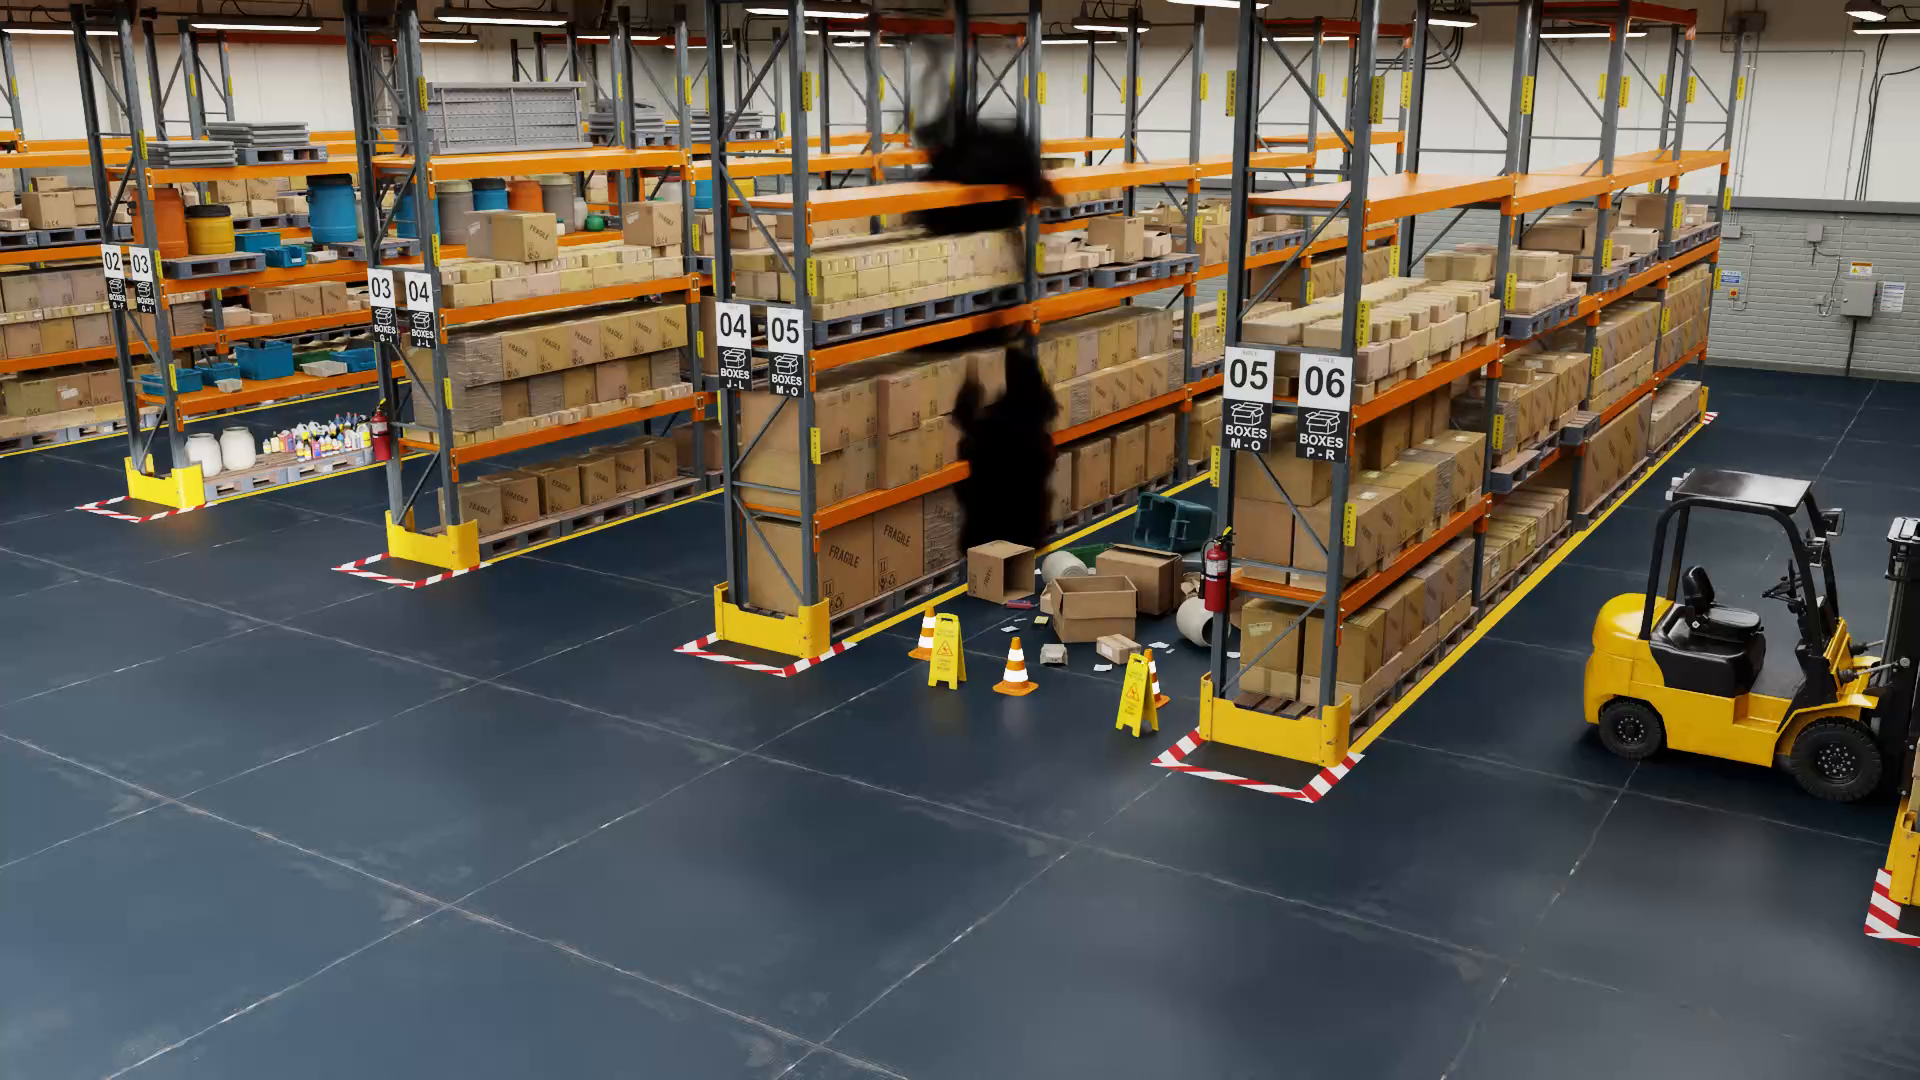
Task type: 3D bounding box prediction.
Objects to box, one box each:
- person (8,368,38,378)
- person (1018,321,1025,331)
[{"bbox_3d":[-14.433,-2.696,25.879,0.558,1.649,0.592,7,17,23],"label":"person"},{"bbox_3d":[1.052,-2.647,25.591,0.671,1.689,0.567,9,18,28],"label":"person"}]
